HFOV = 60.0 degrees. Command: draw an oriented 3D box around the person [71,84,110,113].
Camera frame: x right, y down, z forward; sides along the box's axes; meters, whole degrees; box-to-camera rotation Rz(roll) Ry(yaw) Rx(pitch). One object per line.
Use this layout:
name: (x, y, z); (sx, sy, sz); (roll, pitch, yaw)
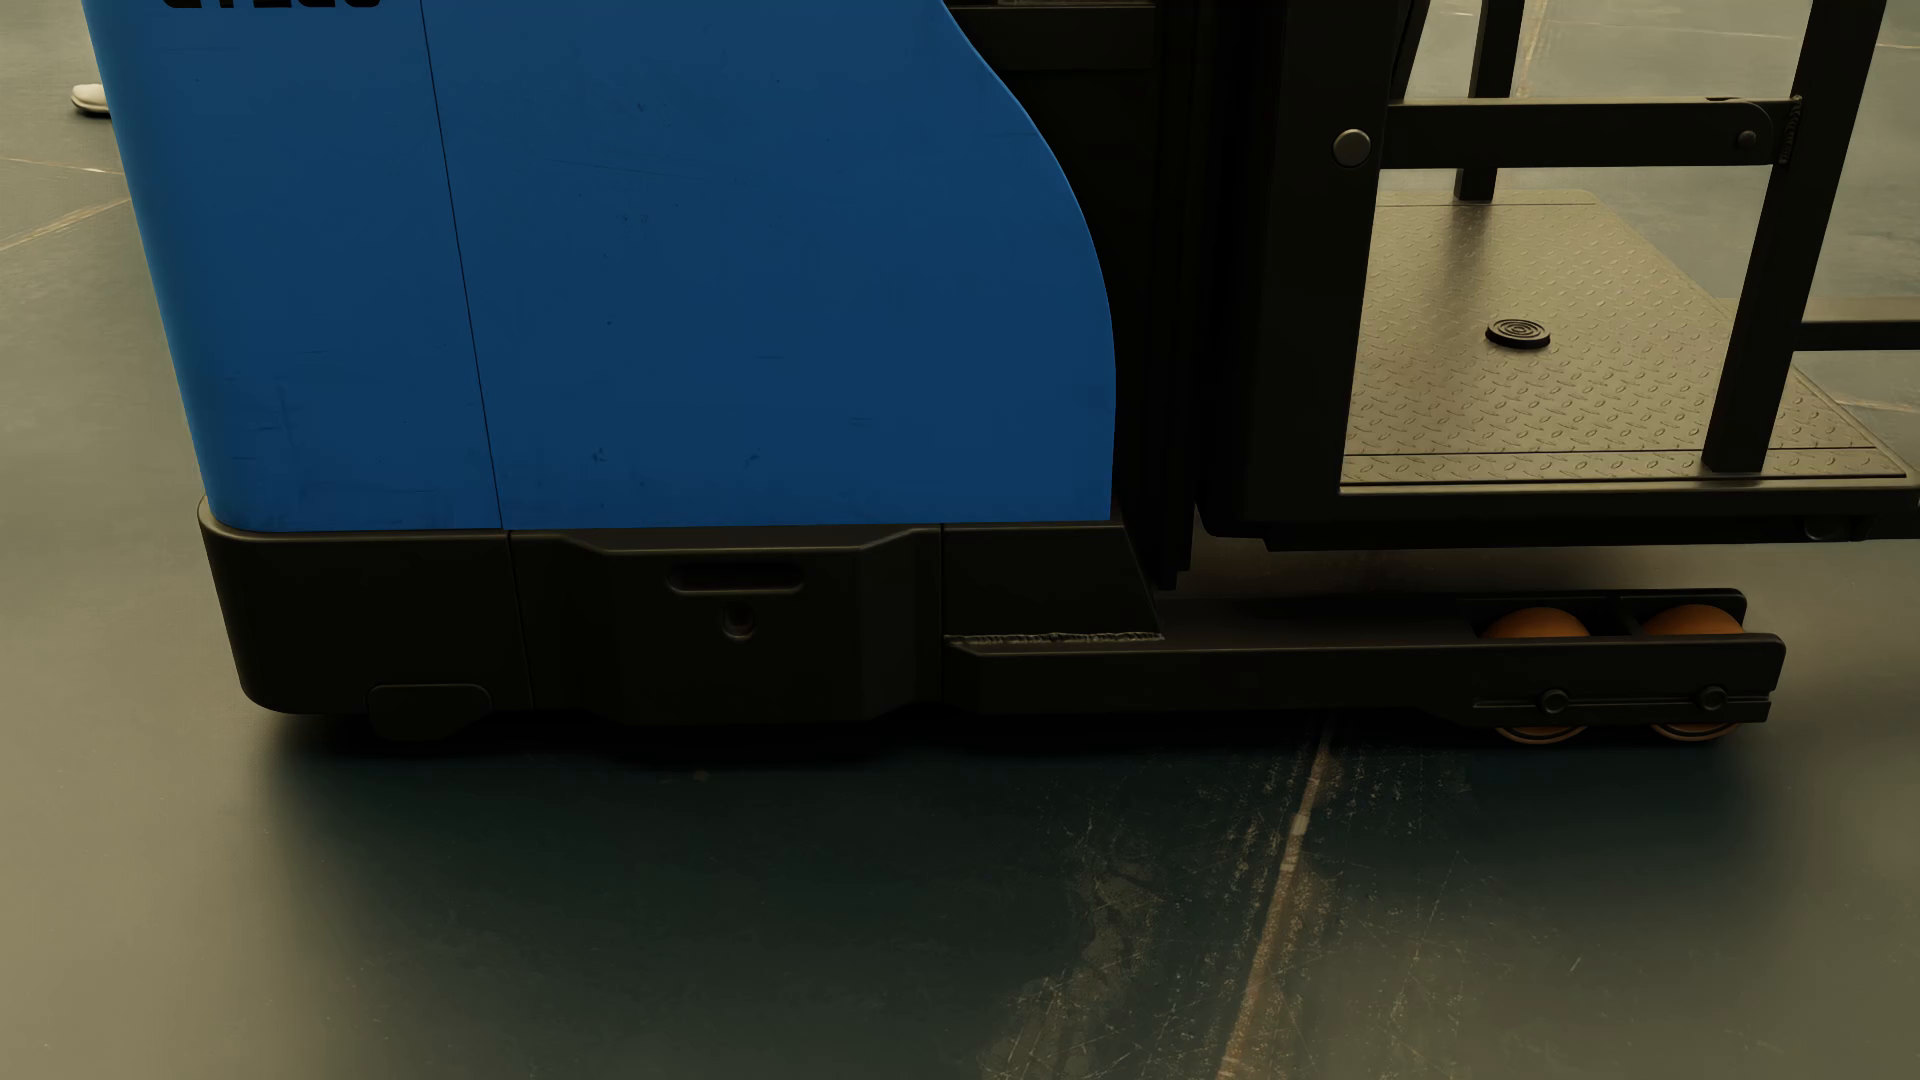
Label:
person: (-2.250, -1.975, 4.166); (0.565, 1.785, 0.654); (12, 32, 19)

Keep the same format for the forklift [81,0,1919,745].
forklift: (0.608, -1.285, 1.795); (3.031, 2.935, 1.130); (-1, 30, -2)
